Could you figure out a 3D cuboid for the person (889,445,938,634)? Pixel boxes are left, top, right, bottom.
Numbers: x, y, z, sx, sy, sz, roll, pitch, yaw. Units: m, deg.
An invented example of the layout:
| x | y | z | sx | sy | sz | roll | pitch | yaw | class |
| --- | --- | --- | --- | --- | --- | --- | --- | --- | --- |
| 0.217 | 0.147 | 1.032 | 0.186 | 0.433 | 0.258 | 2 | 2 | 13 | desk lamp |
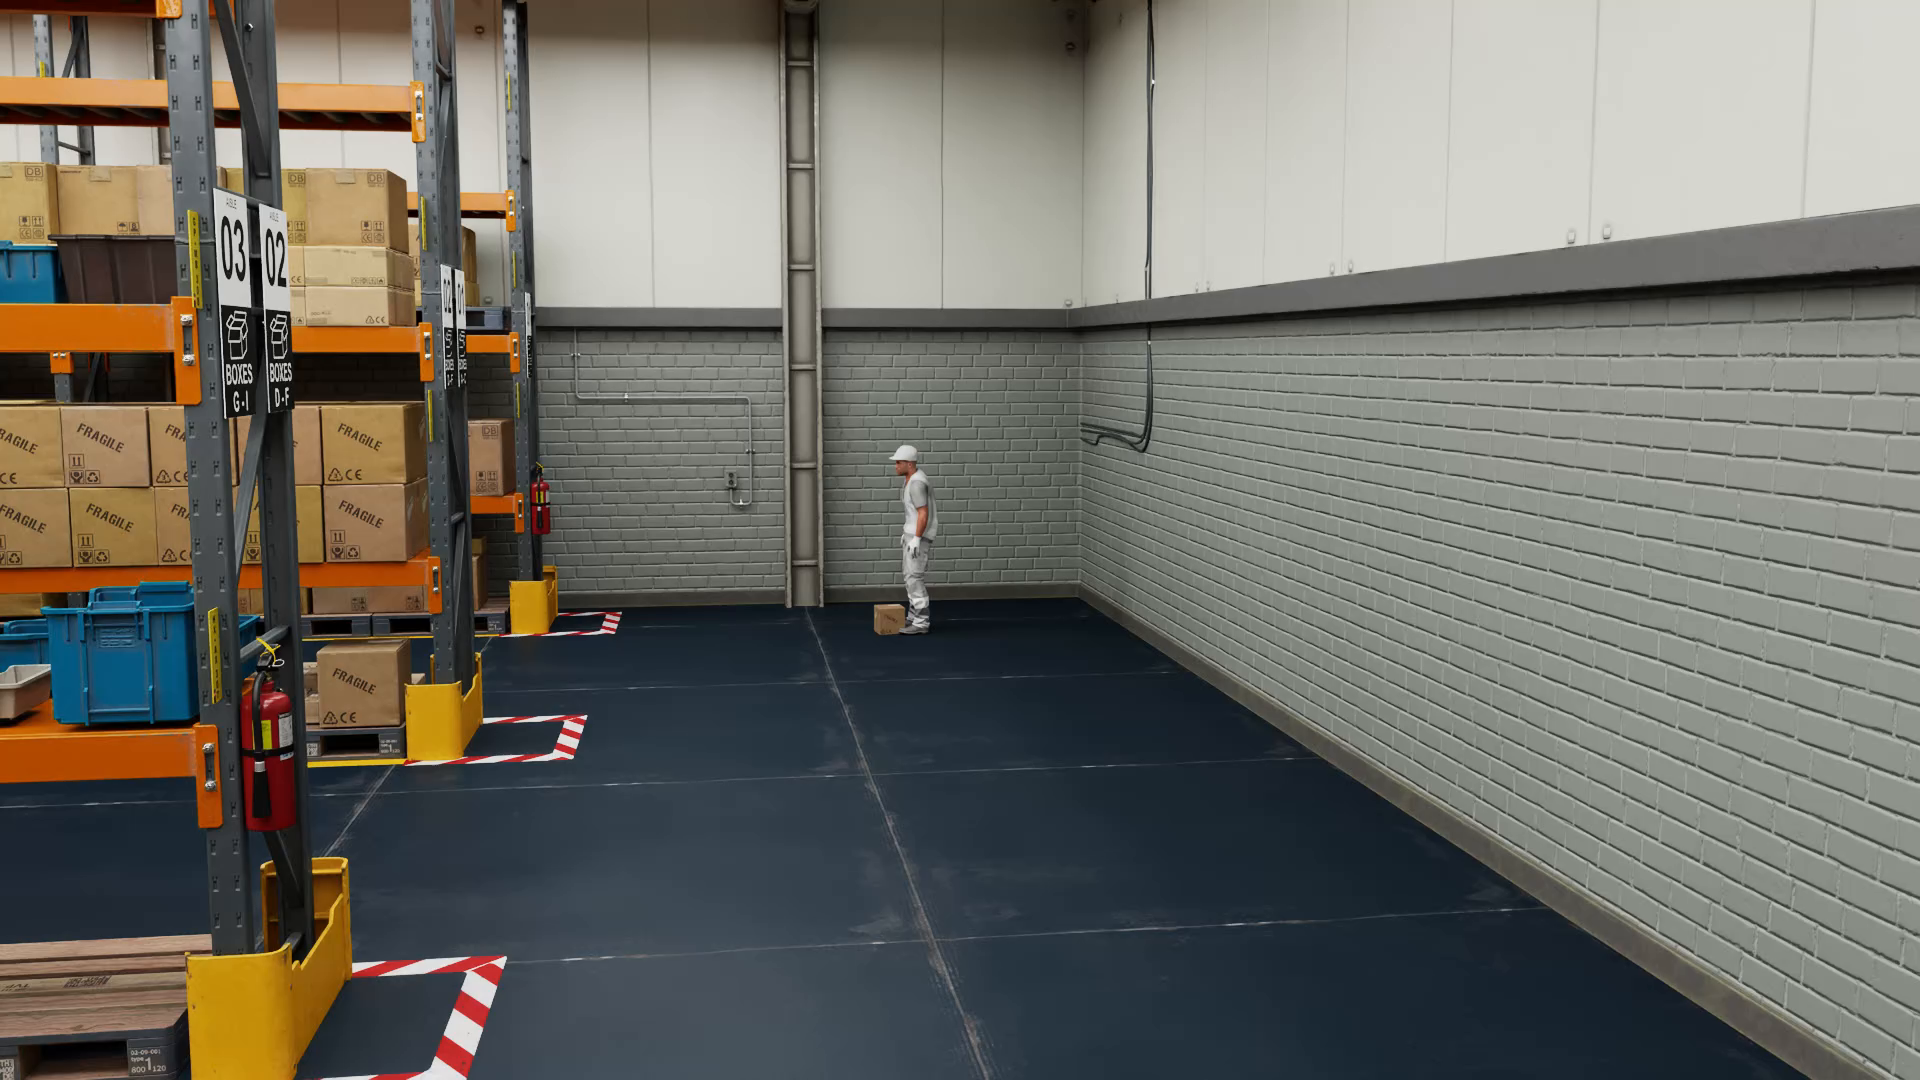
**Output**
| x | y | z | sx | sy | sz | roll | pitch | yaw | class |
| --- | --- | --- | --- | --- | --- | --- | --- | --- | --- |
| -0.444 | -0.008 | 15.716 | 0.455 | 1.779 | 0.611 | -1 | 6 | -9 | person |
